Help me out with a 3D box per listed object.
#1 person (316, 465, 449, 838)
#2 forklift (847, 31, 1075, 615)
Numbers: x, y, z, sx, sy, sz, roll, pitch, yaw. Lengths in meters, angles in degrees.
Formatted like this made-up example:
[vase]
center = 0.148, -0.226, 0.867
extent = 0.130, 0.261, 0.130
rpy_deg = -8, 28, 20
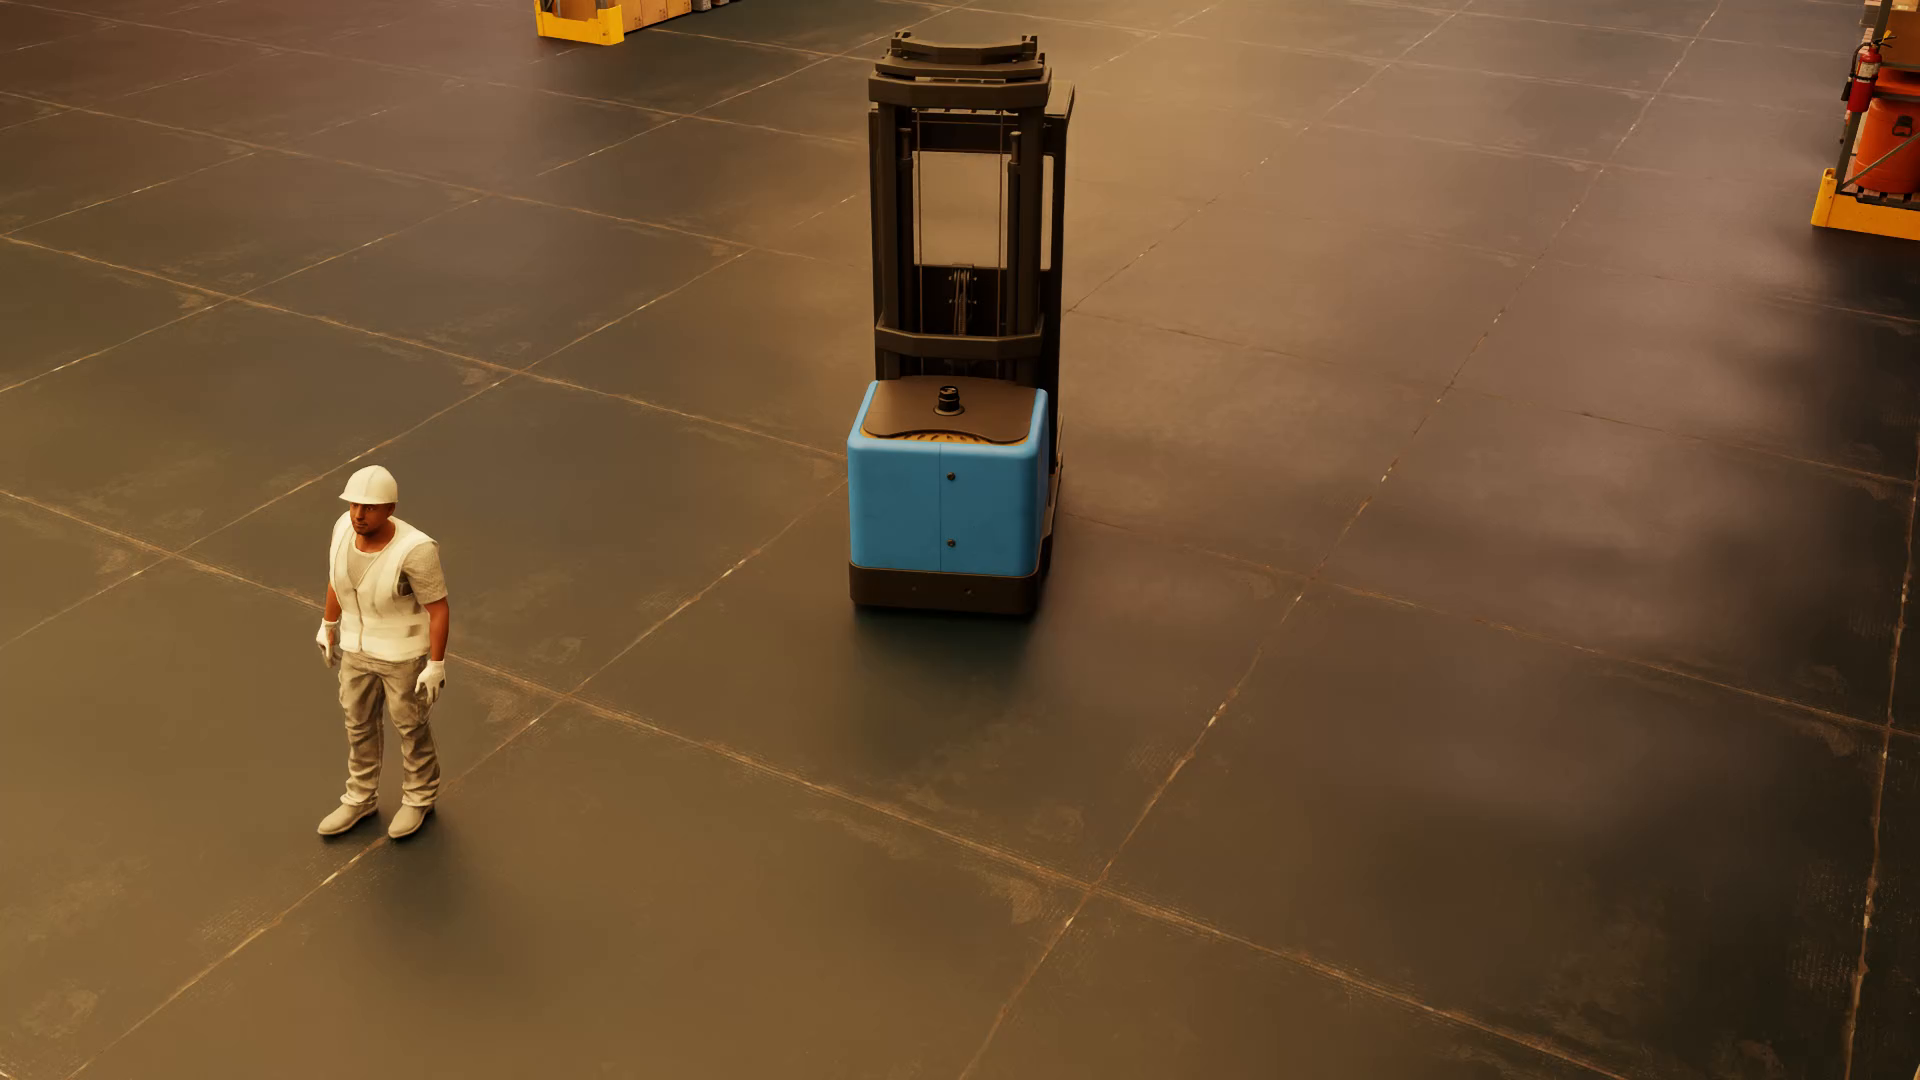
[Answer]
[person]
center = -2.568, 0.519, 7.305
extent = 0.656, 1.781, 0.577
rpy_deg = 12, 32, 20
[forklift]
center = 0.072, -1.572, 9.794
extent = 1.130, 2.935, 3.031
rpy_deg = 3, 30, 6
